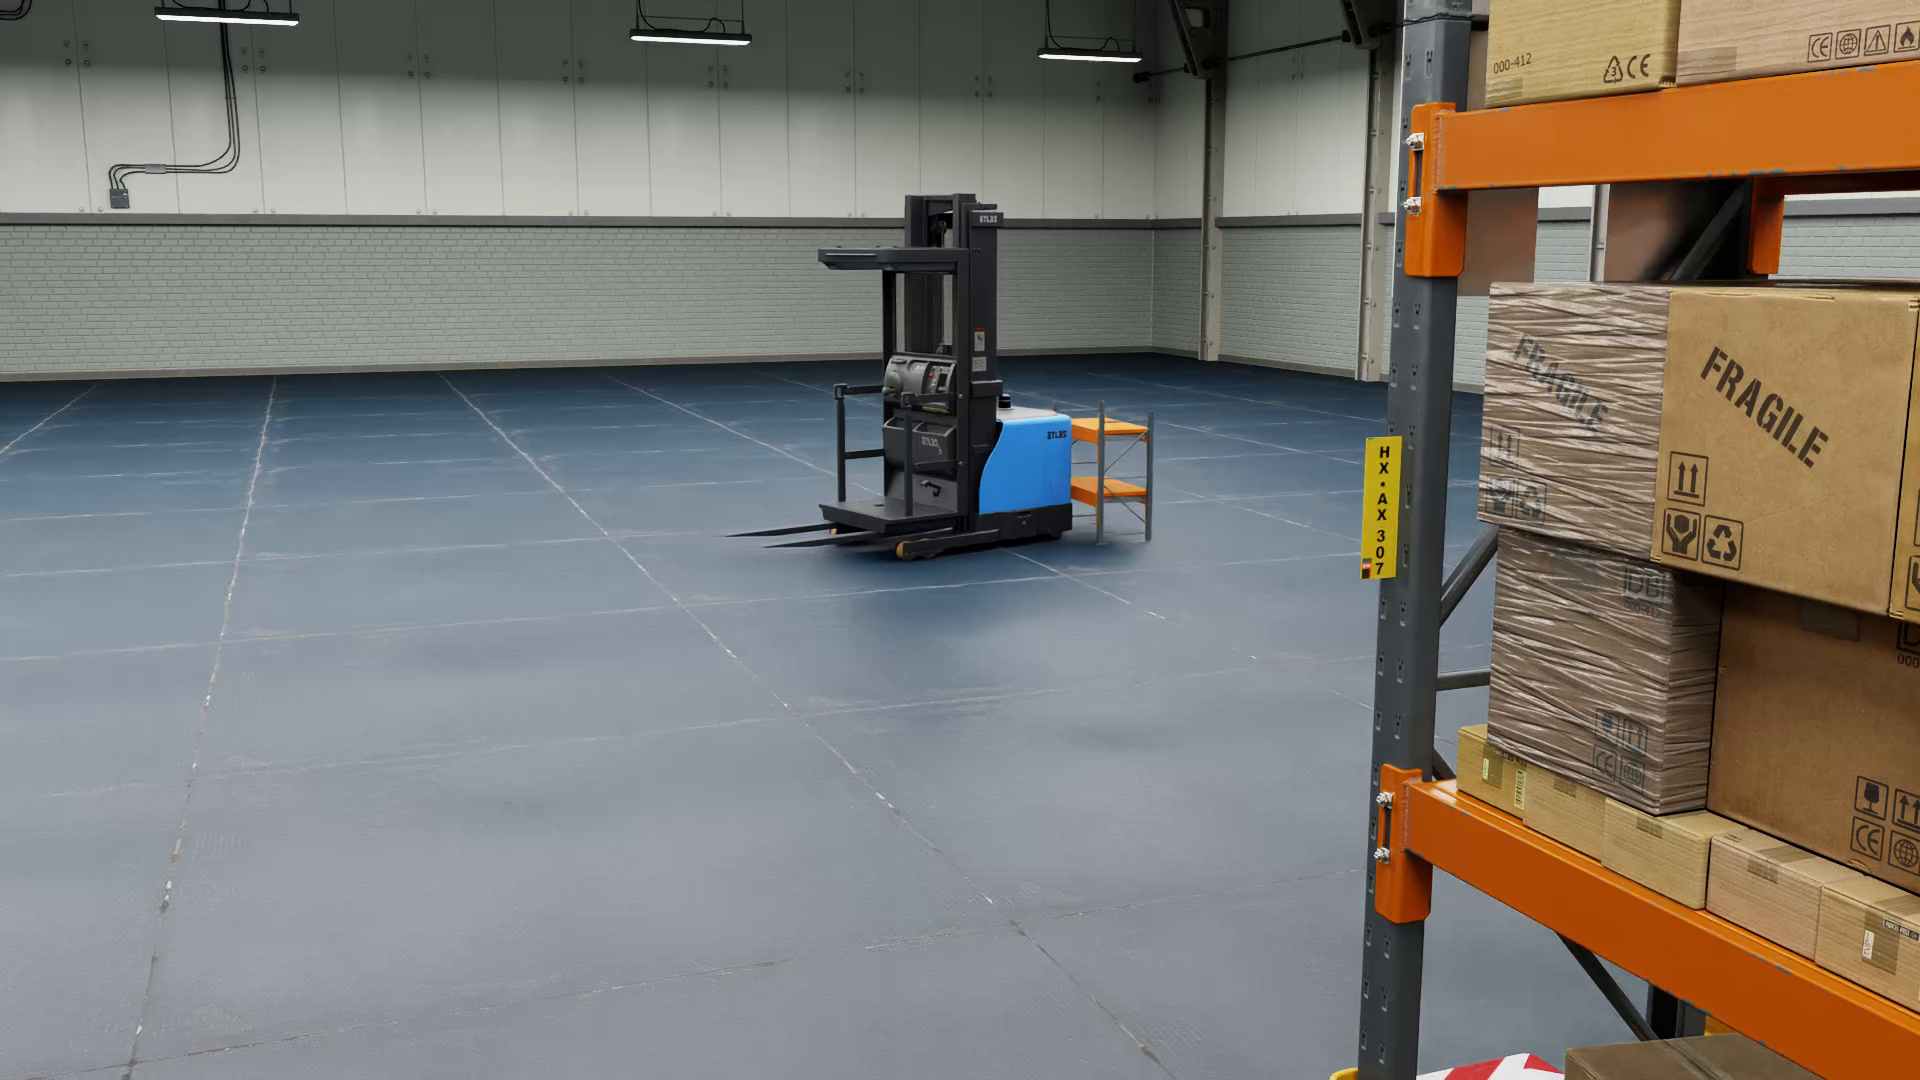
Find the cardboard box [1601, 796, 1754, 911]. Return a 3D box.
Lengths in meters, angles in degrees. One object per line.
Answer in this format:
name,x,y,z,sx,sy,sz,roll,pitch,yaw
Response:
cardboard box,1.499,0.588,3.266,0.380,0.149,0.250,-4,11,-21

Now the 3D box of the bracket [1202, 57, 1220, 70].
bracket,5.327,-10.097,35.211,0.235,0.232,0.430,-4,11,-21

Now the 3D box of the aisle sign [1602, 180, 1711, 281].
aisle sign,1.726,-0.990,3.998,0.394,0.787,0.004,-4,11,-21

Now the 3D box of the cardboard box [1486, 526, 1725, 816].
cardboard box,1.643,0.215,3.513,0.875,0.500,0.500,-4,11,-21

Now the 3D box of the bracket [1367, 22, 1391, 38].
bracket,7.501,-9.118,29.705,0.235,0.232,0.430,-4,11,-21

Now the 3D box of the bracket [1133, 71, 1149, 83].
bracket,4.167,-10.619,38.147,0.235,0.232,0.430,-4,11,-21

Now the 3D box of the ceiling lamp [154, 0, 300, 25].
ceiling lamp,-11.137,-9.430,25.069,2.000,3.185,0.800,-4,11,-21

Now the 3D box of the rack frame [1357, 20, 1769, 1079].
rack frame,1.469,0.319,4.062,1.000,3.000,0.127,-4,11,-21

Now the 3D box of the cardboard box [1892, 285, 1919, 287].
cardboard box,2.085,-0.214,3.066,0.500,0.500,0.500,-4,11,-21

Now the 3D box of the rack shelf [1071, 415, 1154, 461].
rack shelf,1.243,-0.901,14.601,0.538,0.278,1.000,-4,11,-19

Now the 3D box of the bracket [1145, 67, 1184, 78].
bracket,4.381,-10.523,37.605,0.076,0.066,3.189,-4,11,-21

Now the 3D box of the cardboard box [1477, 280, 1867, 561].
cardboard box,1.414,-0.262,3.338,0.500,0.500,0.500,-4,11,-21

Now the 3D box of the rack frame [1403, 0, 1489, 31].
rack frame,1.469,-2.635,3.536,1.000,3.000,0.127,-4,11,-21

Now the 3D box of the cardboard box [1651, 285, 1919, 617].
cardboard box,1.589,-0.180,2.876,0.500,0.500,0.500,-4,11,-21

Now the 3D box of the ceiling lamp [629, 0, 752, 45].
ceiling lamp,-4.557,-9.878,27.588,2.000,3.185,0.800,-4,11,-21

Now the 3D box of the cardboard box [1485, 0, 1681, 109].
cardboard box,1.403,-0.989,3.278,0.500,0.250,0.500,-4,11,-19

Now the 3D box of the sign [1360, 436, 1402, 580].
sign,0.963,-0.073,3.792,0.100,0.325,0.005,-4,11,-21

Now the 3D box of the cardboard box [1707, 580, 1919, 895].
cardboard box,1.936,0.289,3.097,0.875,0.500,0.500,-4,11,-21

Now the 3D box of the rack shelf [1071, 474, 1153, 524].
rack shelf,1.243,-0.372,14.695,0.538,0.278,1.000,-4,11,-19

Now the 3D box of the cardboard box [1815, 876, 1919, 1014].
cardboard box,1.693,0.669,2.812,0.380,0.149,0.250,-4,11,-21

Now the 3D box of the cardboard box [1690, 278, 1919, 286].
cardboard box,1.898,-0.295,3.523,0.500,0.500,0.500,-4,11,-21

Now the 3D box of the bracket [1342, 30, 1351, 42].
bracket,7.200,-9.253,30.466,0.235,0.232,0.430,-4,11,-21

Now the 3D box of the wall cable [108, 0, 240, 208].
wall cable,-14.833,-9.255,31.045,2.305,6.003,0.169,-4,11,-21

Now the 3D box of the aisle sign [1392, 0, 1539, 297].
aisle sign,1.167,-0.952,3.784,0.394,0.787,0.004,-4,11,-21

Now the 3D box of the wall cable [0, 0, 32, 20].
wall cable,-18.281,-10.546,29.471,3.097,2.526,0.112,-4,11,-21

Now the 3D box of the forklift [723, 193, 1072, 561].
forklift,-0.502,-1.377,13.791,3.031,2.935,1.130,-8,13,-36

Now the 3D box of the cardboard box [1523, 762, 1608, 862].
cardboard box,1.423,0.546,3.501,0.380,0.149,0.250,-4,11,-21

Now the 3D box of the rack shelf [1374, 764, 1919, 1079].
rack shelf,2.194,1.000,2.290,1.077,0.370,4.000,-4,11,-21

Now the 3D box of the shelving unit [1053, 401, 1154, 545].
shelving unit,1.243,-0.613,14.653,0.538,1.125,1.048,-4,11,-19

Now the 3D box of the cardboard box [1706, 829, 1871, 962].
cardboard box,1.609,0.628,3.044,0.380,0.149,0.250,-4,11,-21

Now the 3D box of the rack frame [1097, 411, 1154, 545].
rack frame,1.410,-0.529,14.180,0.500,1.125,0.032,-4,11,-19

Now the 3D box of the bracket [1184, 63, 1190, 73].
bracket,5.026,-10.233,35.972,0.235,0.232,0.430,-4,11,-21

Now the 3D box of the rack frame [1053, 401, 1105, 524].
rack frame,1.075,-0.697,15.125,0.500,1.125,0.032,-4,11,-19

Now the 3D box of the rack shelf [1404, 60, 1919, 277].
rack shelf,2.194,-0.477,2.027,1.077,0.370,4.000,-4,11,-21

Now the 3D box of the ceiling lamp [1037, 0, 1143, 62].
ceiling lamp,2.284,-10.343,30.206,2.000,3.185,0.800,-4,11,-21

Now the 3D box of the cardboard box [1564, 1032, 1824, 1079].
cardboard box,1.680,1.446,3.665,0.500,0.500,0.500,-2,10,-10

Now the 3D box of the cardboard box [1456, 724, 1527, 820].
cardboard box,1.350,0.504,3.737,0.380,0.149,0.250,-4,11,-21

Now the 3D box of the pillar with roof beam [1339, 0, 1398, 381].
pillar with roof beam,3.669,-7.163,28.992,9.100,9.000,0.548,-4,11,-21

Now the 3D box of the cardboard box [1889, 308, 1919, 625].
cardboard box,1.771,-0.098,2.418,0.500,0.500,0.500,-4,11,-21

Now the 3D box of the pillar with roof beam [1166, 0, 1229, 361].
pillar with roof beam,1.495,-8.142,34.497,9.100,9.000,0.548,-4,11,-21

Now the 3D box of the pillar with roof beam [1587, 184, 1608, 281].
pillar with roof beam,5.844,-6.183,23.486,9.100,9.000,0.548,-4,11,-21

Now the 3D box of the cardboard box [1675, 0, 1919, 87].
cardboard box,1.595,-0.905,2.807,0.500,0.250,0.500,-4,11,-22

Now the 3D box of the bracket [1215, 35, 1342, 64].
bracket,6.261,-9.676,32.846,0.076,0.066,4.783,-4,11,-21

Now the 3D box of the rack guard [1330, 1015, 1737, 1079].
rack guard,1.496,1.562,4.211,1.175,0.500,0.348,-4,11,-21

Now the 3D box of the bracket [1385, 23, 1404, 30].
bracket,8.435,-8.697,27.341,0.076,0.066,4.783,-4,11,-21
